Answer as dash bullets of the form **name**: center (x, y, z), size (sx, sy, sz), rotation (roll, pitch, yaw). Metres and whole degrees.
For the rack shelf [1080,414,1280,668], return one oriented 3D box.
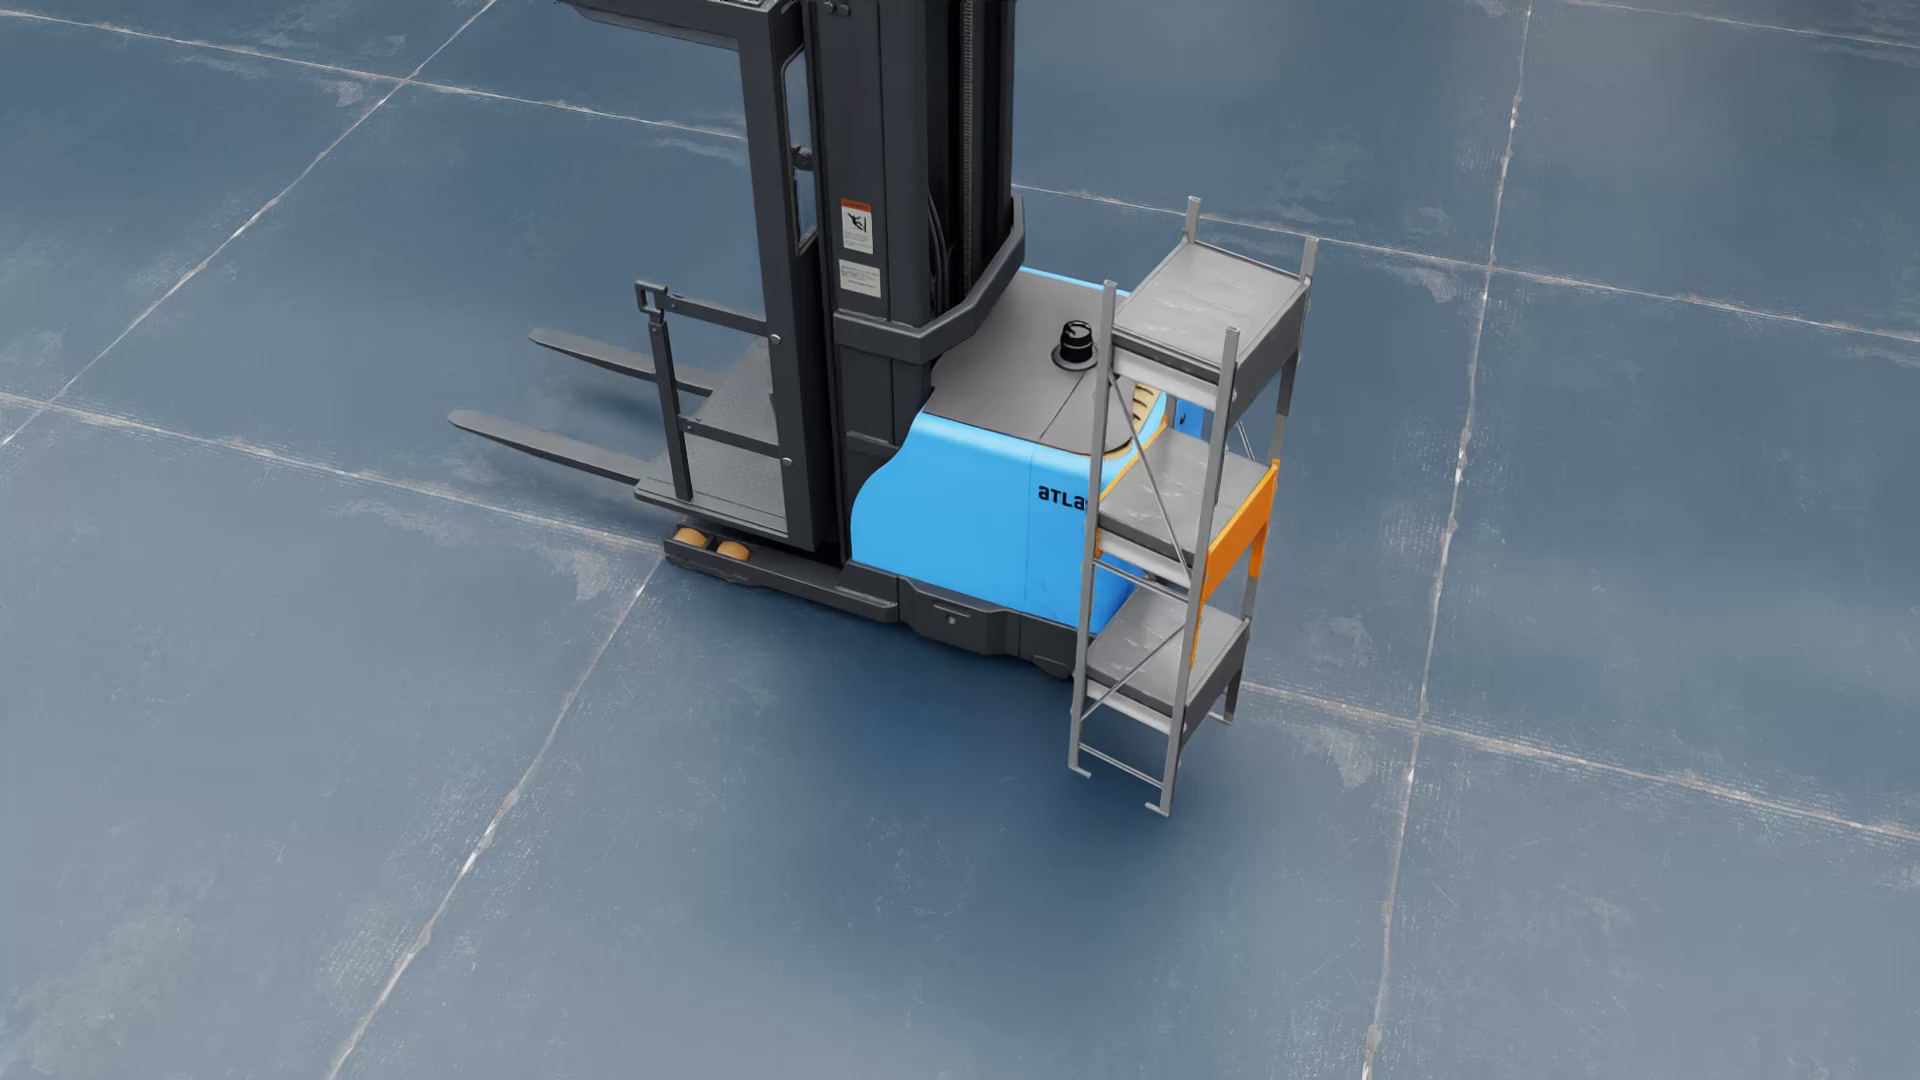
- **rack shelf**: center (0.689, -0.001, 5.269), size (0.431, 0.518, 0.480), rotation (25, 49, 23)

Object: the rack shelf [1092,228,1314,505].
- **rack shelf**: center (0.689, -0.501, 4.779), size (0.431, 0.518, 0.480), rotation (25, 49, 23)

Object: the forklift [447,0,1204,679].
- **forklift**: center (-0.624, -1.202, 5.883), size (3.031, 2.935, 1.130), rotation (16, 47, 16)

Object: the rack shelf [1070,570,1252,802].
- **rack shelf**: center (0.689, 0.500, 5.759), size (0.431, 0.518, 0.480), rotation (25, 49, 23)

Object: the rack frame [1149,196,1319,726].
- **rack frame**: center (0.823, -0.153, 5.405), size (0.400, 2.100, 0.015), rotation (25, 49, 23)

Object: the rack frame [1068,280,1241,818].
- **rack frame**: center (0.555, 0.132, 5.114), size (0.400, 2.100, 0.015), rotation (25, 49, 23)

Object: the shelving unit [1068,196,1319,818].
- **shelving unit**: center (0.689, -0.011, 5.259), size (0.431, 2.100, 0.503), rotation (25, 49, 23)
